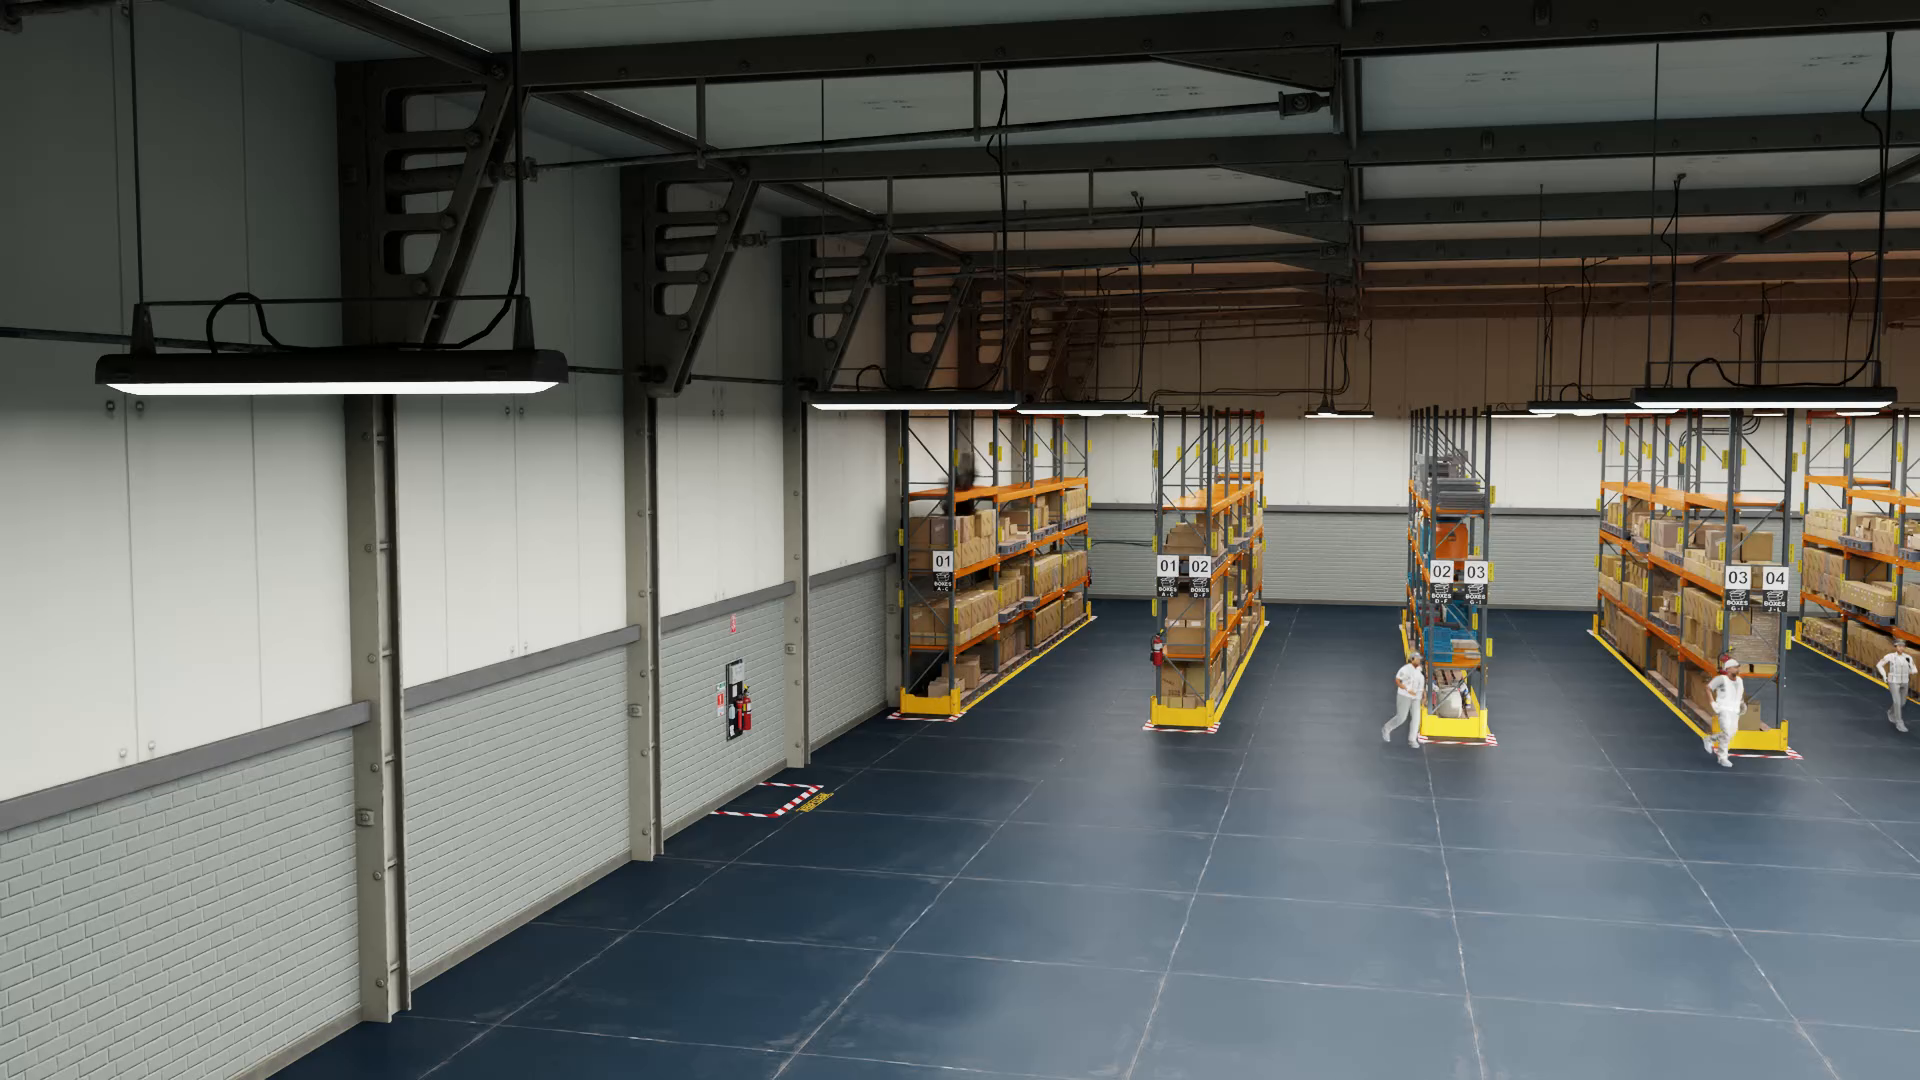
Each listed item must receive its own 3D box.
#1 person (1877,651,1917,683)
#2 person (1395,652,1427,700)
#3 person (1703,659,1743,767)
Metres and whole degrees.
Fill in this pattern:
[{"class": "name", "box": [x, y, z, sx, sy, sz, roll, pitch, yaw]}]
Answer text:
[{"class": "person", "box": [17.362, 2.372, 30.700, 0.614, 0.566, 0.575, 0, 4, 4]}, {"class": "person", "box": [7.989, 2.409, 29.321, 0.668, 0.869, 0.419, -2, 5, -27]}, {"class": "person", "box": [12.878, 2.872, 27.847, 0.545, 1.742, 0.612, -2, 4, -20]}]
